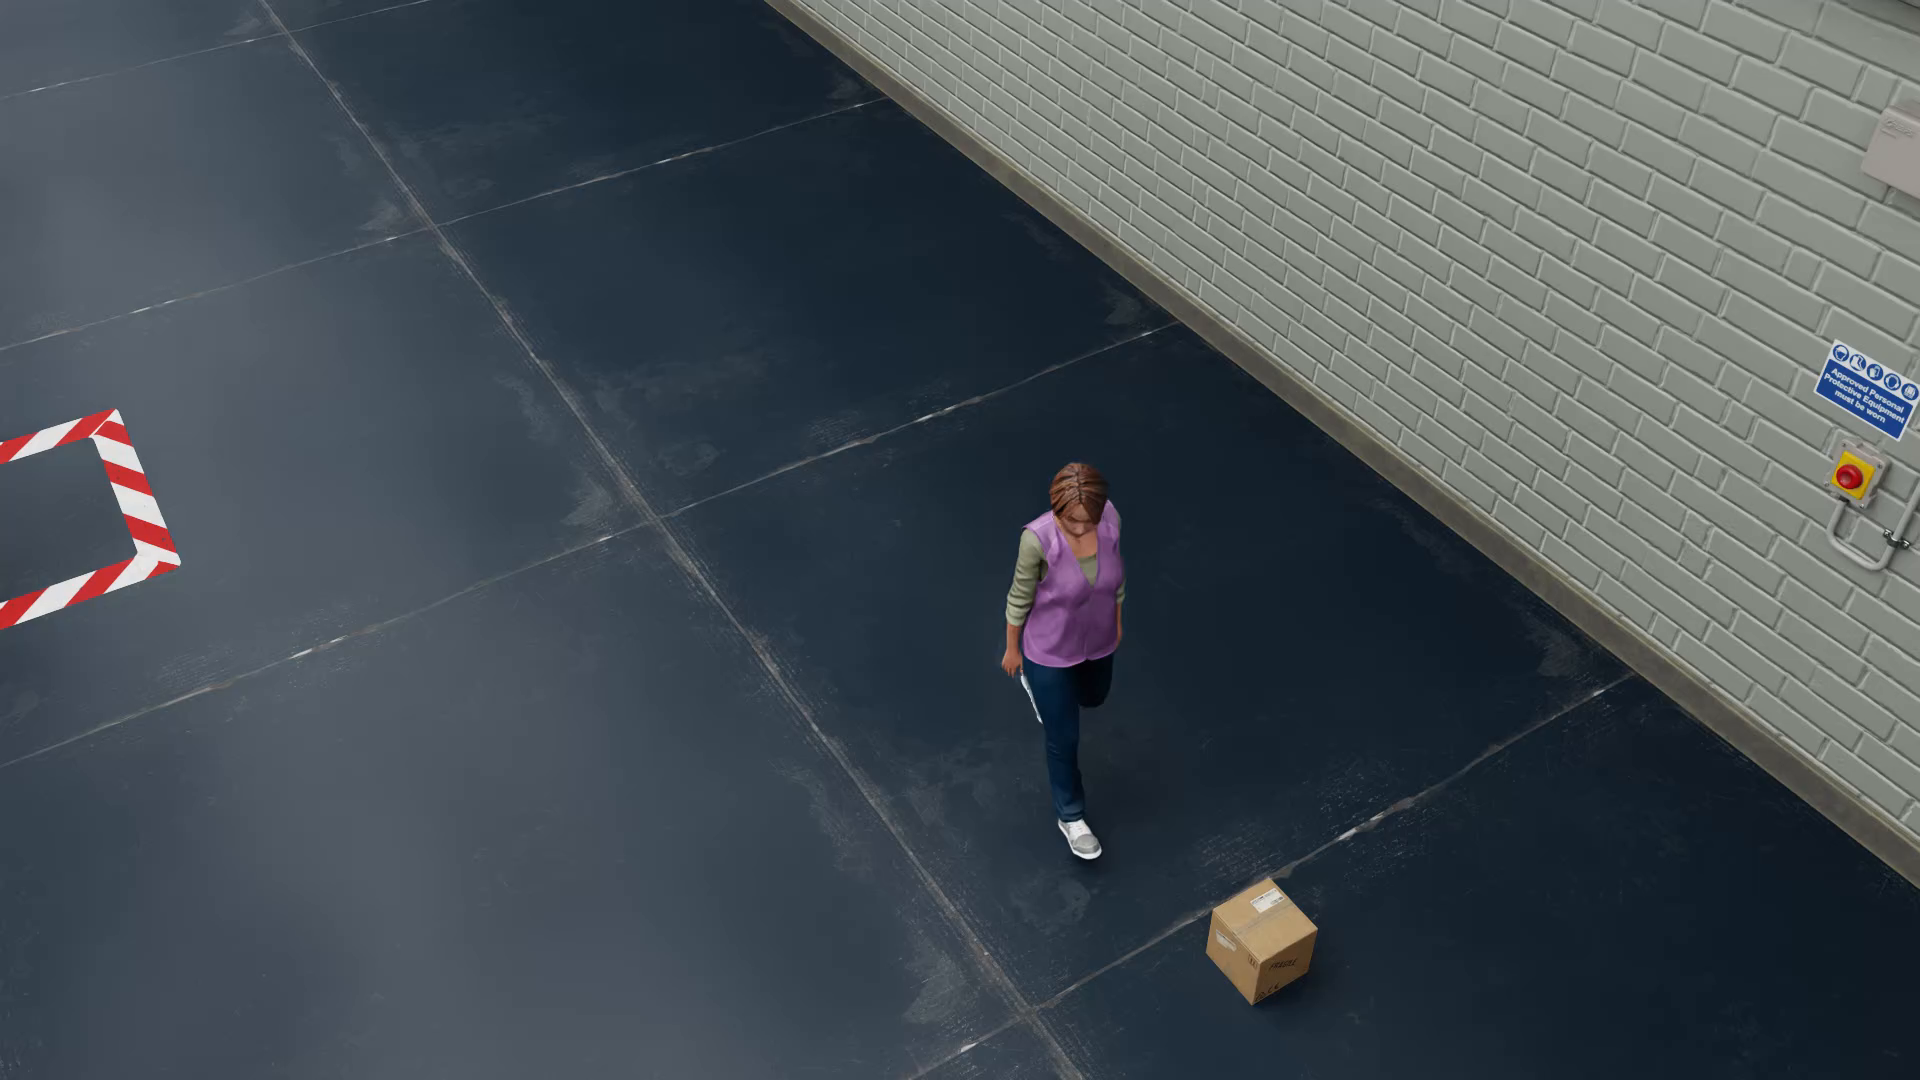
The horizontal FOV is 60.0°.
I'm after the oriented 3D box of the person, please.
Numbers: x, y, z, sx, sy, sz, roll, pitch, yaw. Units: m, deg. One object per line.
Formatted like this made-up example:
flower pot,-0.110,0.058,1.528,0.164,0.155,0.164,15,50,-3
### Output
person,0.368,0.333,5.786,0.453,1.564,0.824,-20,45,-21
